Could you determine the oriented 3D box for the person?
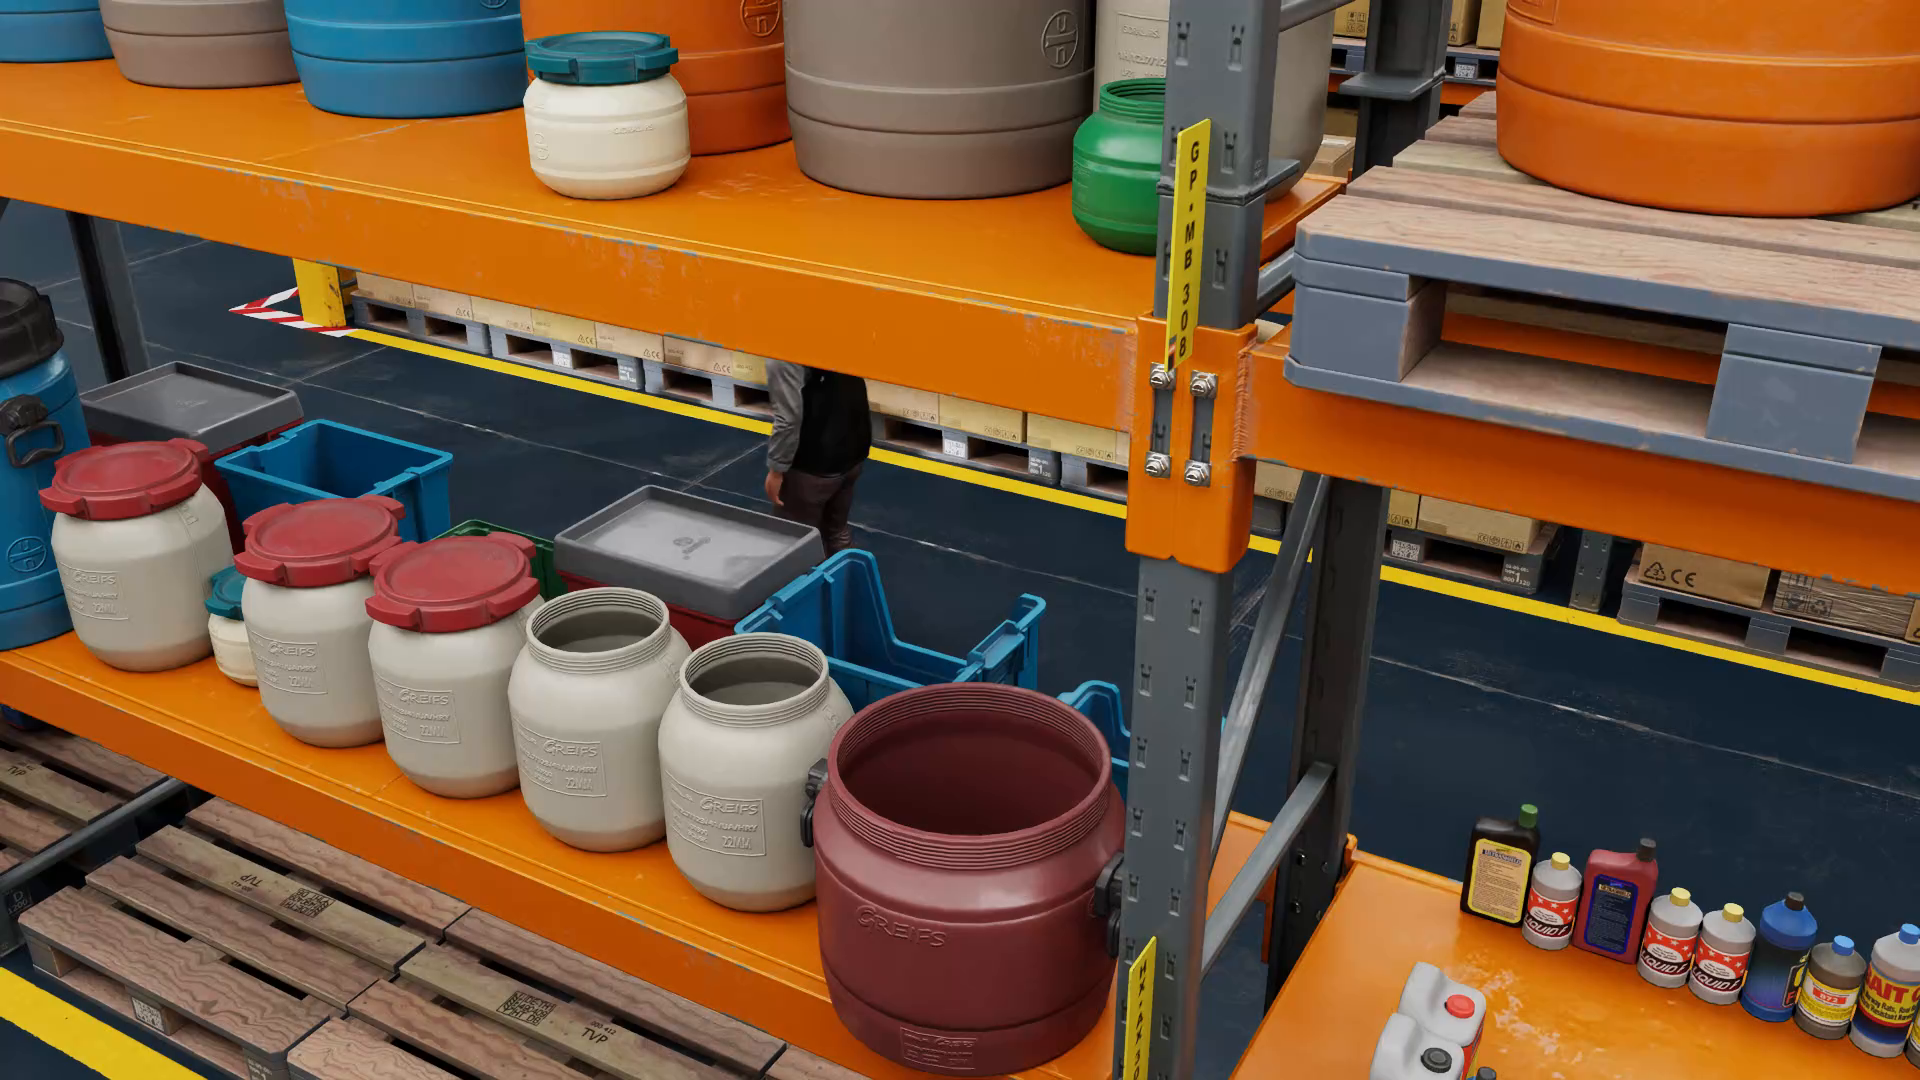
[{"bbox_3d":[-0.607,-0.339,6.826,0.472,1.720,0.579,13,29,25],"label":"person"}]
